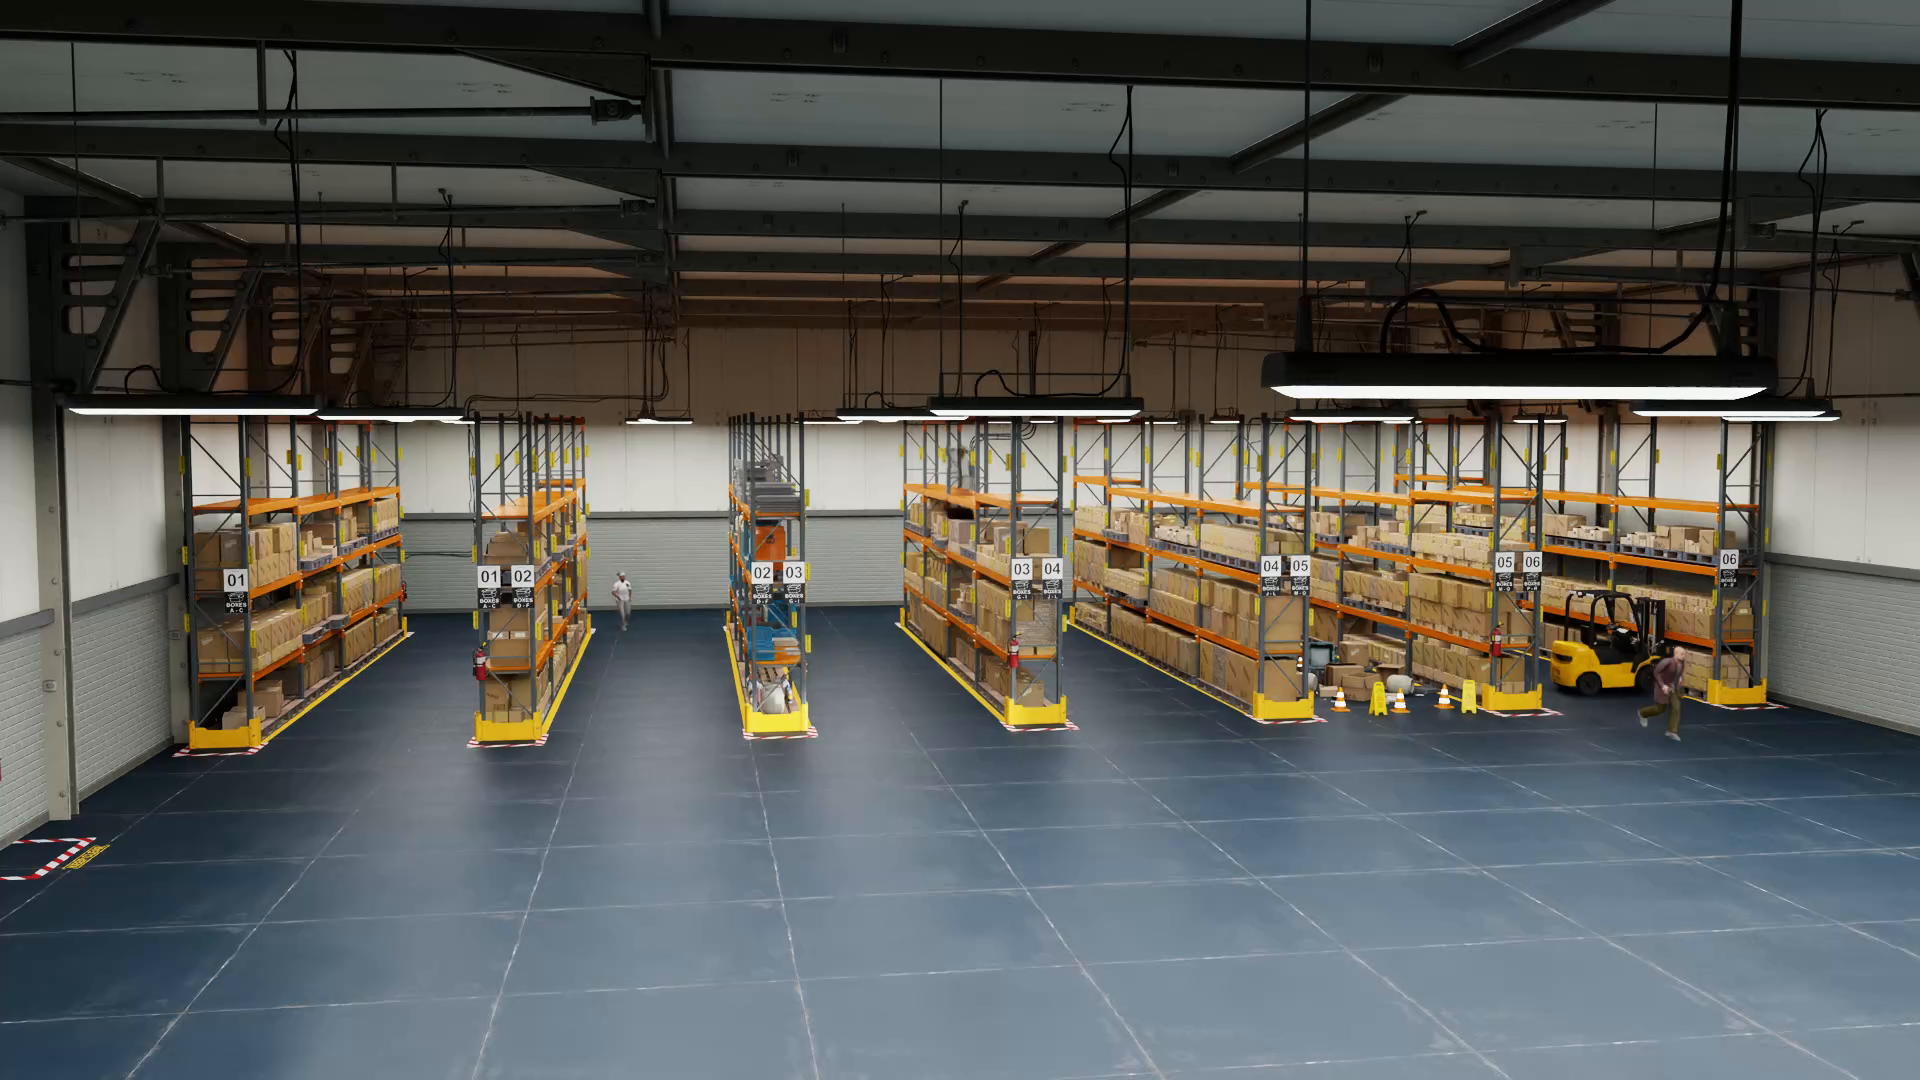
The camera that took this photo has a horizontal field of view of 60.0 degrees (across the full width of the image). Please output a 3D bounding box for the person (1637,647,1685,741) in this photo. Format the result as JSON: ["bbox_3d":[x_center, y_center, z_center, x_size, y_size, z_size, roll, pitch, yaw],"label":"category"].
[{"bbox_3d":[13.006,2.796,30.801,0.730,1.738,1.028,-2,4,-30],"label":"person"}]

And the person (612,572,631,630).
[{"bbox_3d":[-9.509,1.721,46.860,0.583,1.657,0.536,-2,4,-26],"label":"person"}]
